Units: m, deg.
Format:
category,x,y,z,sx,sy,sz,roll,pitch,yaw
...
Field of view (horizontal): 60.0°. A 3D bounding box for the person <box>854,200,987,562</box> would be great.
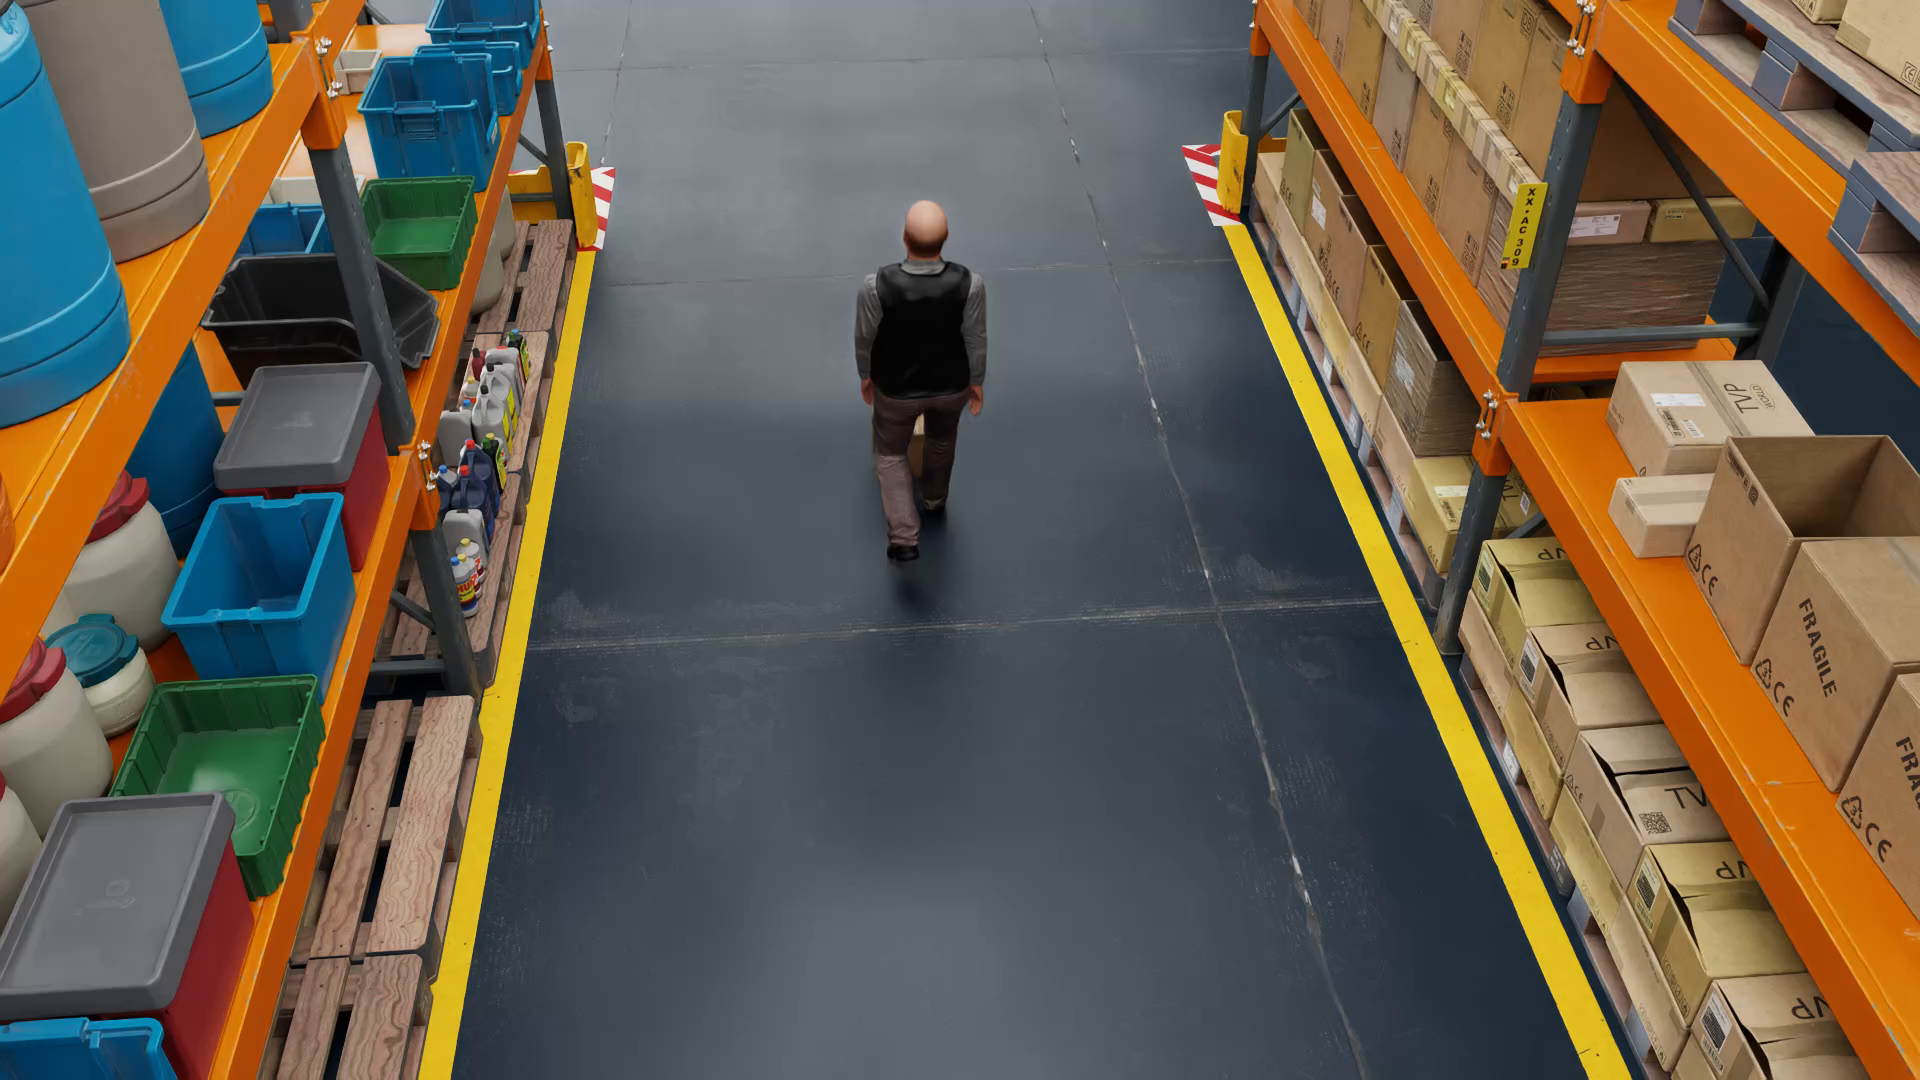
category,x,y,z,sx,sy,sz,roll,pitch,yaw
person,-0.173,-0.689,7.027,0.545,1.693,0.824,-5,39,-7
